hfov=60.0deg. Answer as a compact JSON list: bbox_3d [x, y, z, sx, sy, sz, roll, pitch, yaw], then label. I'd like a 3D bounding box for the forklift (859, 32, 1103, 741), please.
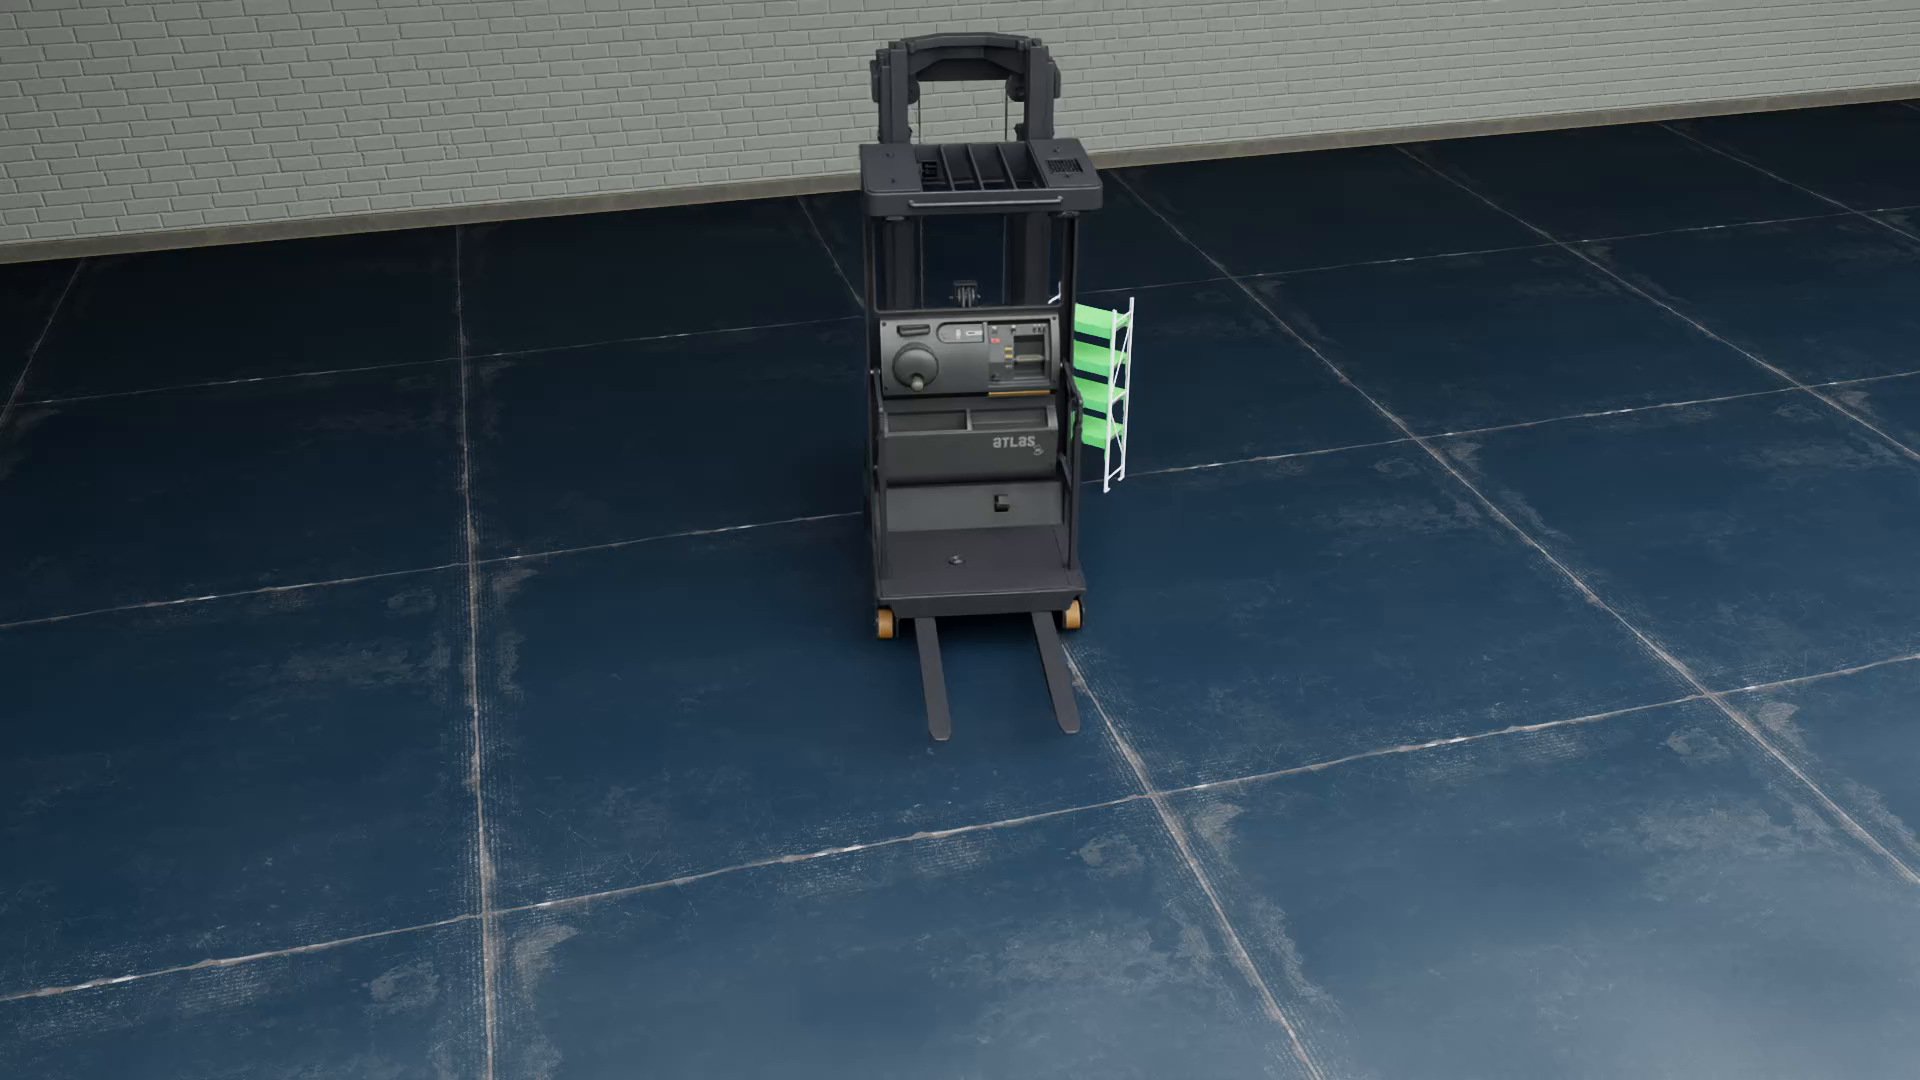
[{"bbox_3d":[0.074,-0.918,8.411,1.130,2.935,3.031,-3,30,-5],"label":"forklift"}]

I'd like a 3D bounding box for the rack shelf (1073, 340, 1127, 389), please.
[{"bbox_3d":[0.751,-1.081,10.069,0.480,0.148,0.258,18,34,28],"label":"rack shelf"}]

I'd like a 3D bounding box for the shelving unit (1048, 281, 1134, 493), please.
[{"bbox_3d":[0.751,-0.929,10.157,0.503,1.200,0.258,18,34,28],"label":"shelving unit"}]

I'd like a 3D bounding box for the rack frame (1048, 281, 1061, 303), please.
[{"bbox_3d":[0.546,-0.995,10.271,0.015,1.200,0.240,18,34,28],"label":"rack frame"}]

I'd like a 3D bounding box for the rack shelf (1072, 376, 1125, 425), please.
[{"bbox_3d":[0.751,-0.874,10.189,0.480,0.148,0.258,18,34,28],"label":"rack shelf"}]

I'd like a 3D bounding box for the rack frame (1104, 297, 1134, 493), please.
[{"bbox_3d":[0.957,-0.863,10.044,0.015,1.200,0.240,18,34,28],"label":"rack frame"}]

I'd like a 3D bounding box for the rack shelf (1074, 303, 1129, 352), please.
[{"bbox_3d":[0.751,-1.289,9.949,0.480,0.148,0.258,18,34,28],"label":"rack shelf"}]

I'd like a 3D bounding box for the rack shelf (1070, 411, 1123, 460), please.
[{"bbox_3d":[0.751,-0.666,10.310,0.480,0.148,0.258,18,34,28],"label":"rack shelf"}]
